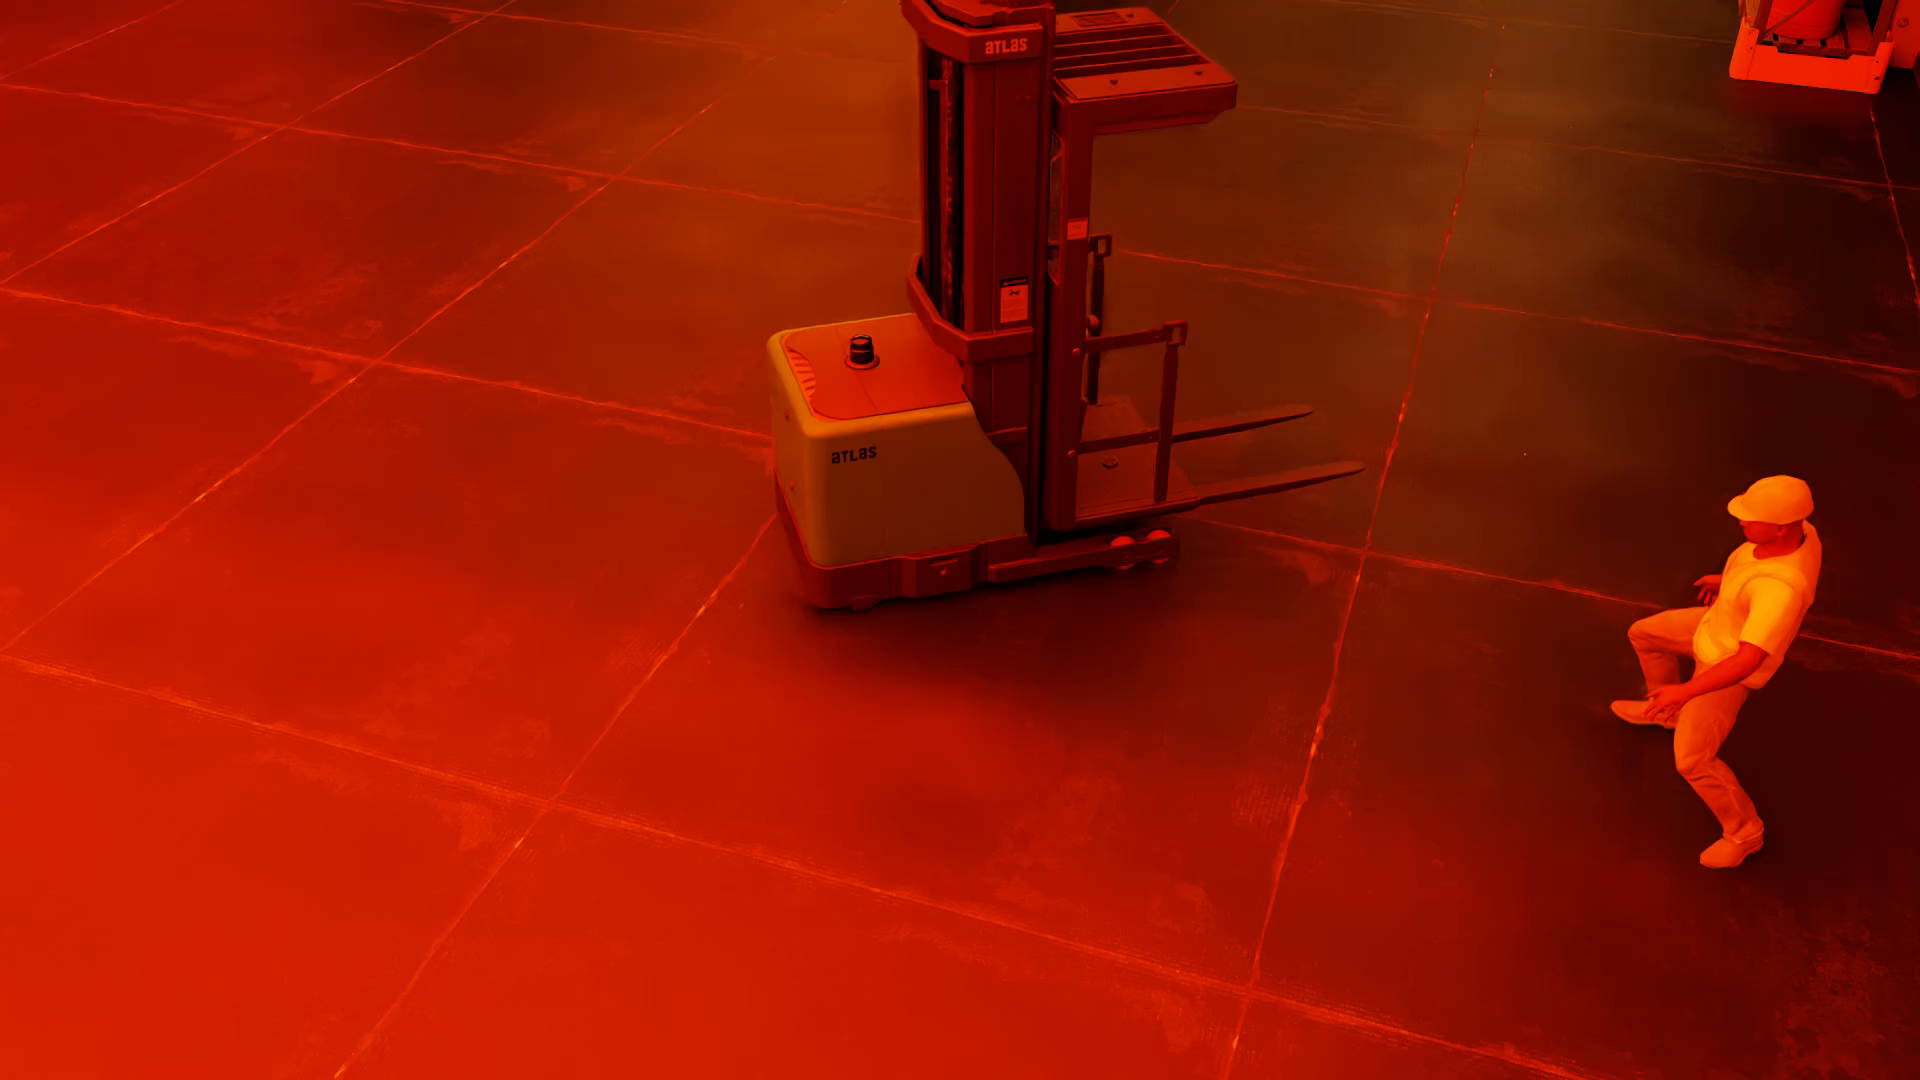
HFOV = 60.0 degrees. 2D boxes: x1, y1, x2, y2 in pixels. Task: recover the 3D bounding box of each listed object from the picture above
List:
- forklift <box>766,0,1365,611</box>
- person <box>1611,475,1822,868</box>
[{"bbox_3d":[0.602,-1.330,7.987,3.031,2.935,1.130,-10,36,-13],"label":"forklift"},{"bbox_3d":[3.069,0.429,6.662,0.699,1.632,1.022,15,38,20],"label":"person"}]
